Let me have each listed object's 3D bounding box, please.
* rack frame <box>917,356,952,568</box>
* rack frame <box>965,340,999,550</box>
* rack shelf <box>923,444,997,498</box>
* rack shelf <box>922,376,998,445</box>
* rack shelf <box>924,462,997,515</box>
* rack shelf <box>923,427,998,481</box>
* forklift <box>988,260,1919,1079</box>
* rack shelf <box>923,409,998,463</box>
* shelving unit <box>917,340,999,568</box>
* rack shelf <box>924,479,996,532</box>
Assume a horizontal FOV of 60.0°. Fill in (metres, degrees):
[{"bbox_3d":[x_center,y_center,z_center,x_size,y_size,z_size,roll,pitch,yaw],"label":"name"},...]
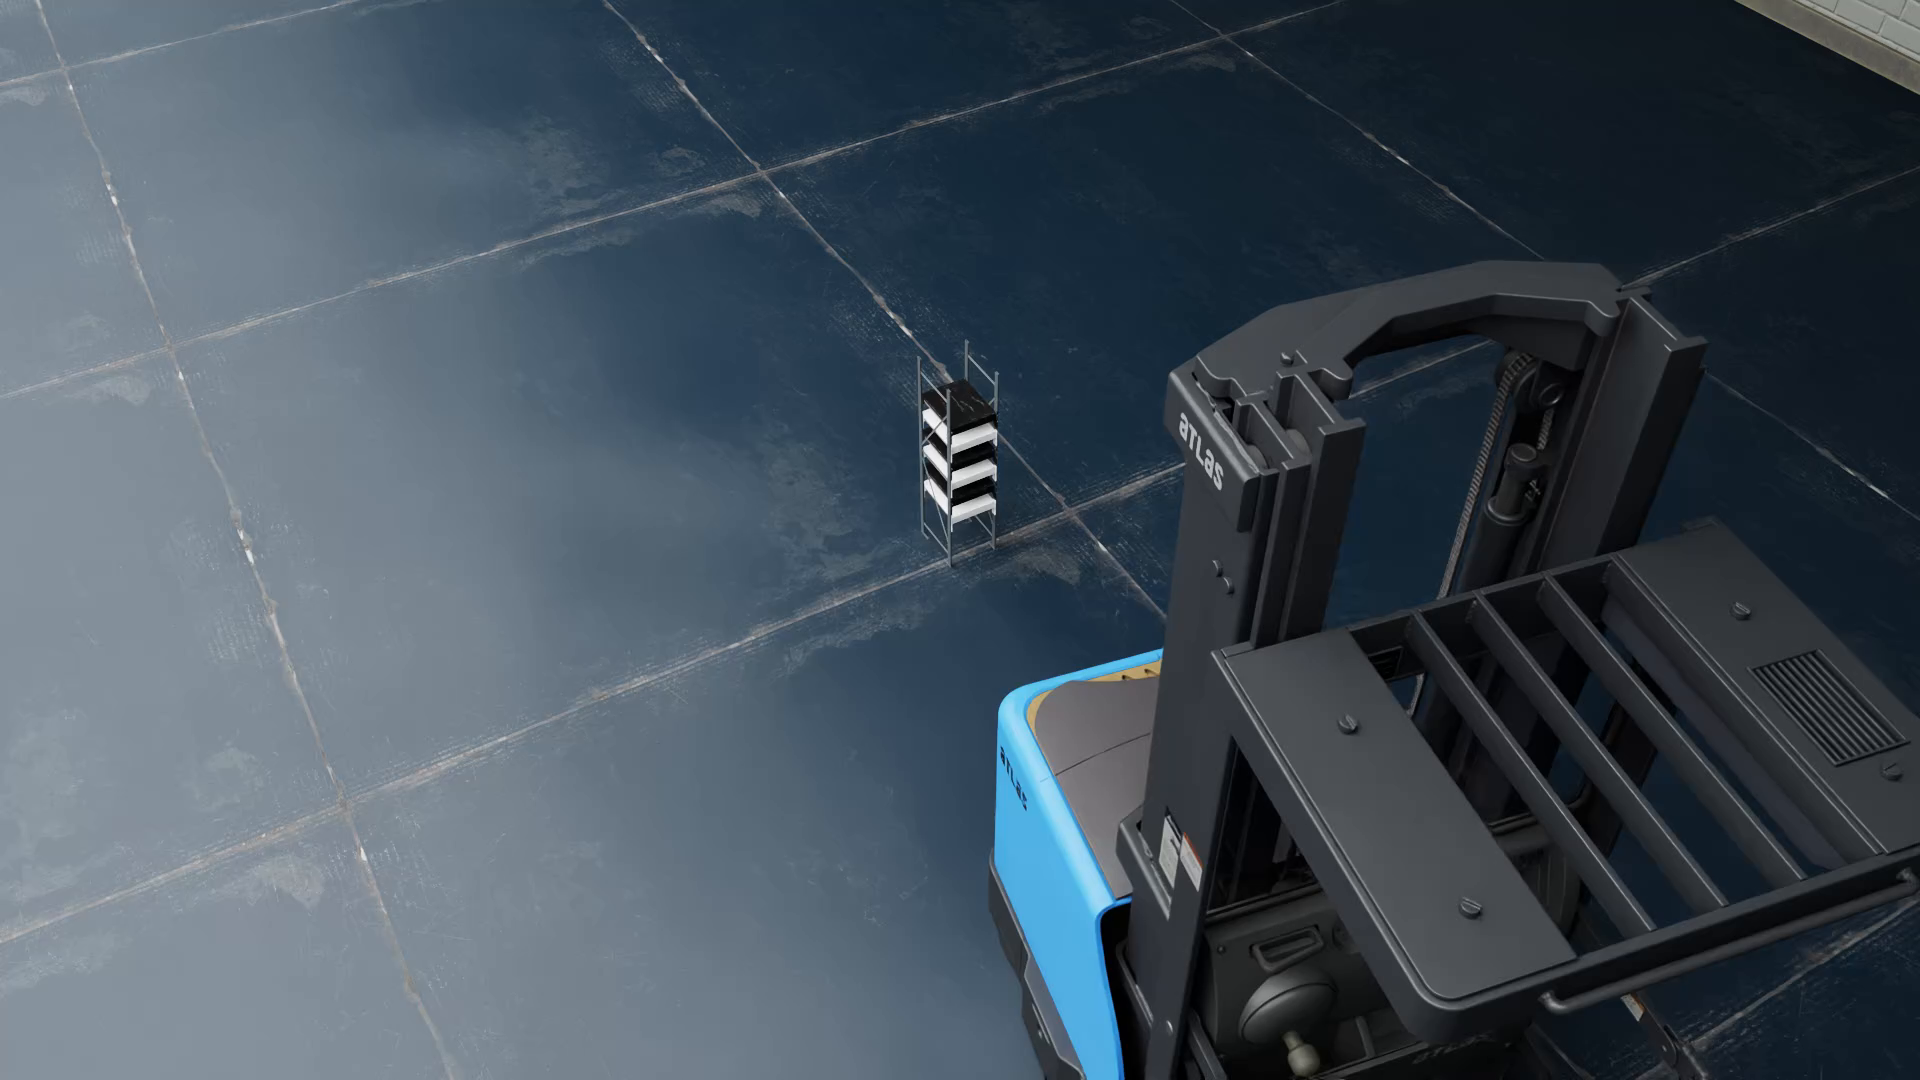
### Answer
[{"bbox_3d":[-0.095,-0.285,6.397,0.006,0.900,0.240,-22,48,-21],"label":"rack frame"},{"bbox_3d":[0.081,-0.355,6.470,0.006,0.900,0.240,-22,48,-21],"label":"rack frame"},{"bbox_3d":[-0.007,-0.296,6.457,0.200,0.077,0.258,-22,48,-21],"label":"rack shelf"},{"bbox_3d":[-0.007,-0.490,6.269,0.200,0.077,0.258,-22,48,-21],"label":"rack shelf"},{"bbox_3d":[-0.007,-0.232,6.520,0.200,0.077,0.258,-22,48,-21],"label":"rack shelf"},{"bbox_3d":[-0.007,-0.361,6.394,0.200,0.077,0.258,-22,48,-21],"label":"rack shelf"},{"bbox_3d":[1.059,1.012,3.603,1.130,2.935,3.031,-14,46,-14],"label":"forklift"},{"bbox_3d":[-0.007,-0.425,6.332,0.200,0.077,0.258,-22,48,-21],"label":"rack shelf"},{"bbox_3d":[-0.007,-0.320,6.434,0.210,0.900,0.258,-22,48,-21],"label":"shelving unit"},{"bbox_3d":[-0.007,-0.167,6.582,0.200,0.077,0.258,-22,48,-21],"label":"rack shelf"}]
